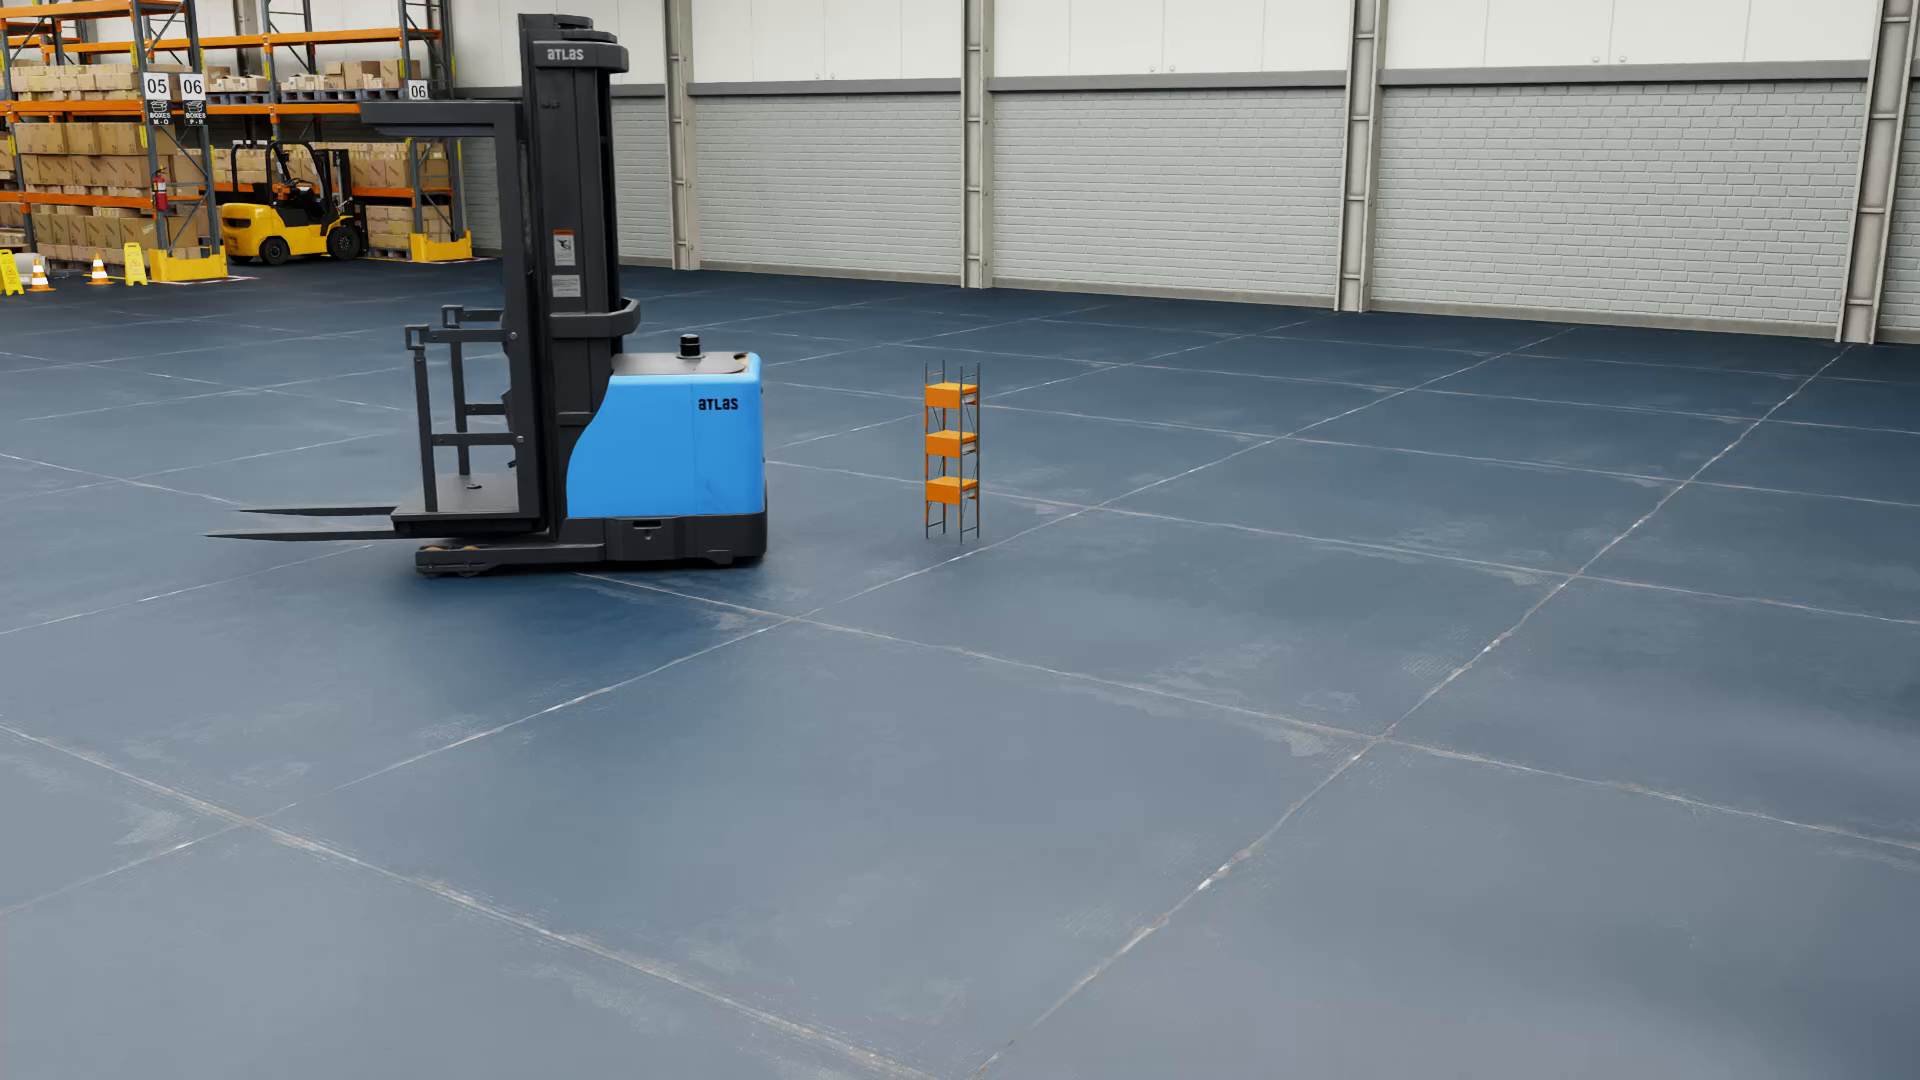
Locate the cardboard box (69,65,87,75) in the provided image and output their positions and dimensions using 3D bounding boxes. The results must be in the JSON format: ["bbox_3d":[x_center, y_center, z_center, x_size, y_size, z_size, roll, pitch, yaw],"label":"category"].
[{"bbox_3d":[-14.125,-7.581,26.828,0.250,0.149,0.380,10,17,34],"label":"cardboard box"}]

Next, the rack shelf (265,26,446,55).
[{"bbox_3d":[-11.281,-9.302,31.002,4.000,0.370,1.077,9,17,33],"label":"rack shelf"}]

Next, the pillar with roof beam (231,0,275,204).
[{"bbox_3d":[-17.077,-9.796,30.670,0.400,9.000,9.100,9,17,33],"label":"pillar with roof beam"}]

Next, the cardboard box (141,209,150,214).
[{"bbox_3d":[-17.140,-6.811,35.424,0.500,0.500,0.500,9,16,32],"label":"cardboard box"}]

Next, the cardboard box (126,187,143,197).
[{"bbox_3d":[-13.090,-5.572,26.613,0.250,0.149,0.380,9,16,32],"label":"cardboard box"}]

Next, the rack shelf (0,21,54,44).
[{"bbox_3d":[-17.367,-8.848,29.169,4.000,0.370,1.077,9,17,33],"label":"rack shelf"}]

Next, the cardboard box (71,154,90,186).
[{"bbox_3d":[-14.229,-6.093,27.368,0.500,0.500,0.500,9,17,33],"label":"cardboard box"}]

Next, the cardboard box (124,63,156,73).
[{"bbox_3d":[-12.834,-7.382,26.024,0.250,0.149,0.380,9,17,33],"label":"cardboard box"}]

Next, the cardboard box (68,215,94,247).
[{"bbox_3d":[-14.488,-5.172,27.762,0.500,0.500,0.500,10,17,36],"label":"cardboard box"}]

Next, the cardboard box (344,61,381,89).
[{"bbox_3d":[-10.919,-8.590,30.749,0.500,0.500,0.700,9,17,33],"label":"cardboard box"}]

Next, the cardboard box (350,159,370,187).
[{"bbox_3d":[-11.027,-6.867,31.114,0.500,0.500,0.500,9,16,32],"label":"cardboard box"}]

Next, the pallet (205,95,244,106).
[{"bbox_3d":[-14.717,-8.880,33.602,1.213,0.211,1.003,10,17,35],"label":"pallet"}]

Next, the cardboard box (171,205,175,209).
[{"bbox_3d":[-16.811,-7.059,35.075,0.250,0.149,0.380,8,16,30],"label":"cardboard box"}]

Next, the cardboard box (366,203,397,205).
[{"bbox_3d":[-11.161,-6.327,31.908,0.500,0.250,0.500,9,16,32],"label":"cardboard box"}]

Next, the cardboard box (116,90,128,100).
[{"bbox_3d":[-13.065,-7.028,26.251,0.250,0.149,0.380,9,17,33],"label":"cardboard box"}]

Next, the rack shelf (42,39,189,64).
[{"bbox_3d":[-17.919,-10.375,35.336,4.000,0.370,1.077,9,17,33],"label":"rack shelf"}]

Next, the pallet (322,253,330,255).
[{"bbox_3d":[-12.304,-5.733,32.543,1.213,0.211,1.003,9,17,33],"label":"pallet"}]

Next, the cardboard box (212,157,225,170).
[{"bbox_3d":[-14.750,-7.595,33.533,0.500,0.250,0.500,9,17,34],"label":"cardboard box"}]

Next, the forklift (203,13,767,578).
[{"bbox_3d":[-2.630,-1.351,9.182,3.031,2.935,1.130,-1,14,-6],"label":"forklift"}]

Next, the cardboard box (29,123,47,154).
[{"bbox_3d":[-15.052,-6.714,27.797,0.500,0.500,0.700,9,17,33],"label":"cardboard box"}]

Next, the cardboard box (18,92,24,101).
[{"bbox_3d":[-15.584,-7.454,27.972,0.250,0.149,0.380,9,16,32],"label":"cardboard box"}]

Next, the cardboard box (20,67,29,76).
[{"bbox_3d":[-15.396,-7.796,27.695,0.250,0.149,0.380,10,17,34],"label":"cardboard box"}]

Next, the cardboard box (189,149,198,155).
[{"bbox_3d":[-15.486,-7.902,33.946,0.250,0.149,0.380,9,17,33],"label":"cardboard box"}]

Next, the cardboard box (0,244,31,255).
[{"bbox_3d":[-15.578,-4.584,27.296,0.500,0.500,0.500,-4,14,-16],"label":"cardboard box"}]

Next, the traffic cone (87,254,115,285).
[{"bbox_3d":[-13.465,-4.244,26.004,0.334,0.463,0.336,9,17,33],"label":"traffic cone"}]

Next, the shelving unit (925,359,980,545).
[{"bbox_3d":[-0.044,-0.517,9.726,0.252,1.050,0.215,9,17,33],"label":"shelving unit"}]

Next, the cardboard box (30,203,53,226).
[{"bbox_3d":[-20.894,-7.439,37.958,0.500,0.500,0.700,8,16,31],"label":"cardboard box"}]

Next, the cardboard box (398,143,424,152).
[{"bbox_3d":[-10.036,-7.179,30.404,0.250,0.149,0.380,9,17,33],"label":"cardboard box"}]

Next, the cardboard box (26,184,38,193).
[{"bbox_3d":[-15.625,-5.983,28.273,0.250,0.149,0.380,9,17,33],"label":"cardboard box"}]

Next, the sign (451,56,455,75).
[{"bbox_3d":[-9.306,-8.694,30.474,0.005,0.325,0.100,9,17,33],"label":"sign"}]

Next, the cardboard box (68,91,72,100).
[{"bbox_3d":[-14.304,-7.247,27.138,0.250,0.149,0.380,9,17,33],"label":"cardboard box"}]

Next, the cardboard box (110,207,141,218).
[{"bbox_3d":[-13.541,-5.314,26.986,0.250,0.149,0.380,10,17,34],"label":"cardboard box"}]

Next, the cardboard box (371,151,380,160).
[{"bbox_3d":[-10.674,-7.130,30.825,0.250,0.149,0.380,9,17,32],"label":"cardboard box"}]

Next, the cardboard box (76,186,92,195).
[{"bbox_3d":[-14.344,-5.781,27.459,0.250,0.149,0.380,9,17,33],"label":"cardboard box"}]

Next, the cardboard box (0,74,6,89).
[{"bbox_3d":[-16.273,-7.848,28.479,0.500,0.250,0.500,9,16,32],"label":"cardboard box"}]

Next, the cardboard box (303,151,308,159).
[{"bbox_3d":[-12.375,-7.406,31.940,0.250,0.149,0.380,9,17,33],"label":"cardboard box"}]

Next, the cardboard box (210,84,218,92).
[{"bbox_3d":[-14.662,-8.978,33.048,0.250,0.149,0.380,9,16,32],"label":"cardboard box"}]

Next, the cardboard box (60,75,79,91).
[{"bbox_3d":[-14.233,-7.421,27.009,0.500,0.250,0.500,9,17,33],"label":"cardboard box"}]

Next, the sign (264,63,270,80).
[{"bbox_3d":[-13.235,-8.952,31.769,0.005,0.325,0.100,9,17,33],"label":"sign"}]

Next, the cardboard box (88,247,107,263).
[{"bbox_3d":[-14.072,-4.739,27.572,0.500,0.250,0.500,8,16,31],"label":"cardboard box"}]

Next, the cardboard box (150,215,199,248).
[{"bbox_3d":[-12.923,-5.074,27.367,0.500,0.500,0.500,9,16,31],"label":"cardboard box"}]

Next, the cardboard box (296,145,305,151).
[{"bbox_3d":[-12.564,-7.594,32.080,0.250,0.149,0.380,9,17,34],"label":"cardboard box"}]

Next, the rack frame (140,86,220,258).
[{"bbox_3d":[-12.388,-5.675,26.505,0.127,3.000,1.000,9,17,33],"label":"rack frame"}]

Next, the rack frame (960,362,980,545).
[{"bbox_3d":[0.057,-0.500,9.660,0.008,1.050,0.200,9,17,33],"label":"rack frame"}]

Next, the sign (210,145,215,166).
[{"bbox_3d":[-12.086,-6.203,26.838,0.005,0.325,0.100,9,17,33],"label":"sign"}]

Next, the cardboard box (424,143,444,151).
[{"bbox_3d":[-9.781,-7.260,30.733,0.250,0.149,0.380,9,16,32],"label":"cardboard box"}]

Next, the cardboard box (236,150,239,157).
[{"bbox_3d":[-14.220,-7.697,33.117,0.250,0.149,0.380,9,16,31],"label":"cardboard box"}]

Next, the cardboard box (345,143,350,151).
[{"bbox_3d":[-11.312,-7.383,31.230,0.250,0.149,0.380,9,17,34],"label":"cardboard box"}]

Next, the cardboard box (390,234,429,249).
[{"bbox_3d":[-10.187,-5.534,30.785,0.500,0.250,0.500,9,17,33],"label":"cardboard box"}]

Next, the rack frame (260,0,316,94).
[{"bbox_3d":[-12.940,-10.114,31.951,0.127,3.000,1.000,9,17,33],"label":"rack frame"}]

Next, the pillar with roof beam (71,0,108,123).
[{"bbox_3d":[-22.056,-10.601,33.921,0.400,9.000,9.100,9,17,33],"label":"pillar with roof beam"}]
